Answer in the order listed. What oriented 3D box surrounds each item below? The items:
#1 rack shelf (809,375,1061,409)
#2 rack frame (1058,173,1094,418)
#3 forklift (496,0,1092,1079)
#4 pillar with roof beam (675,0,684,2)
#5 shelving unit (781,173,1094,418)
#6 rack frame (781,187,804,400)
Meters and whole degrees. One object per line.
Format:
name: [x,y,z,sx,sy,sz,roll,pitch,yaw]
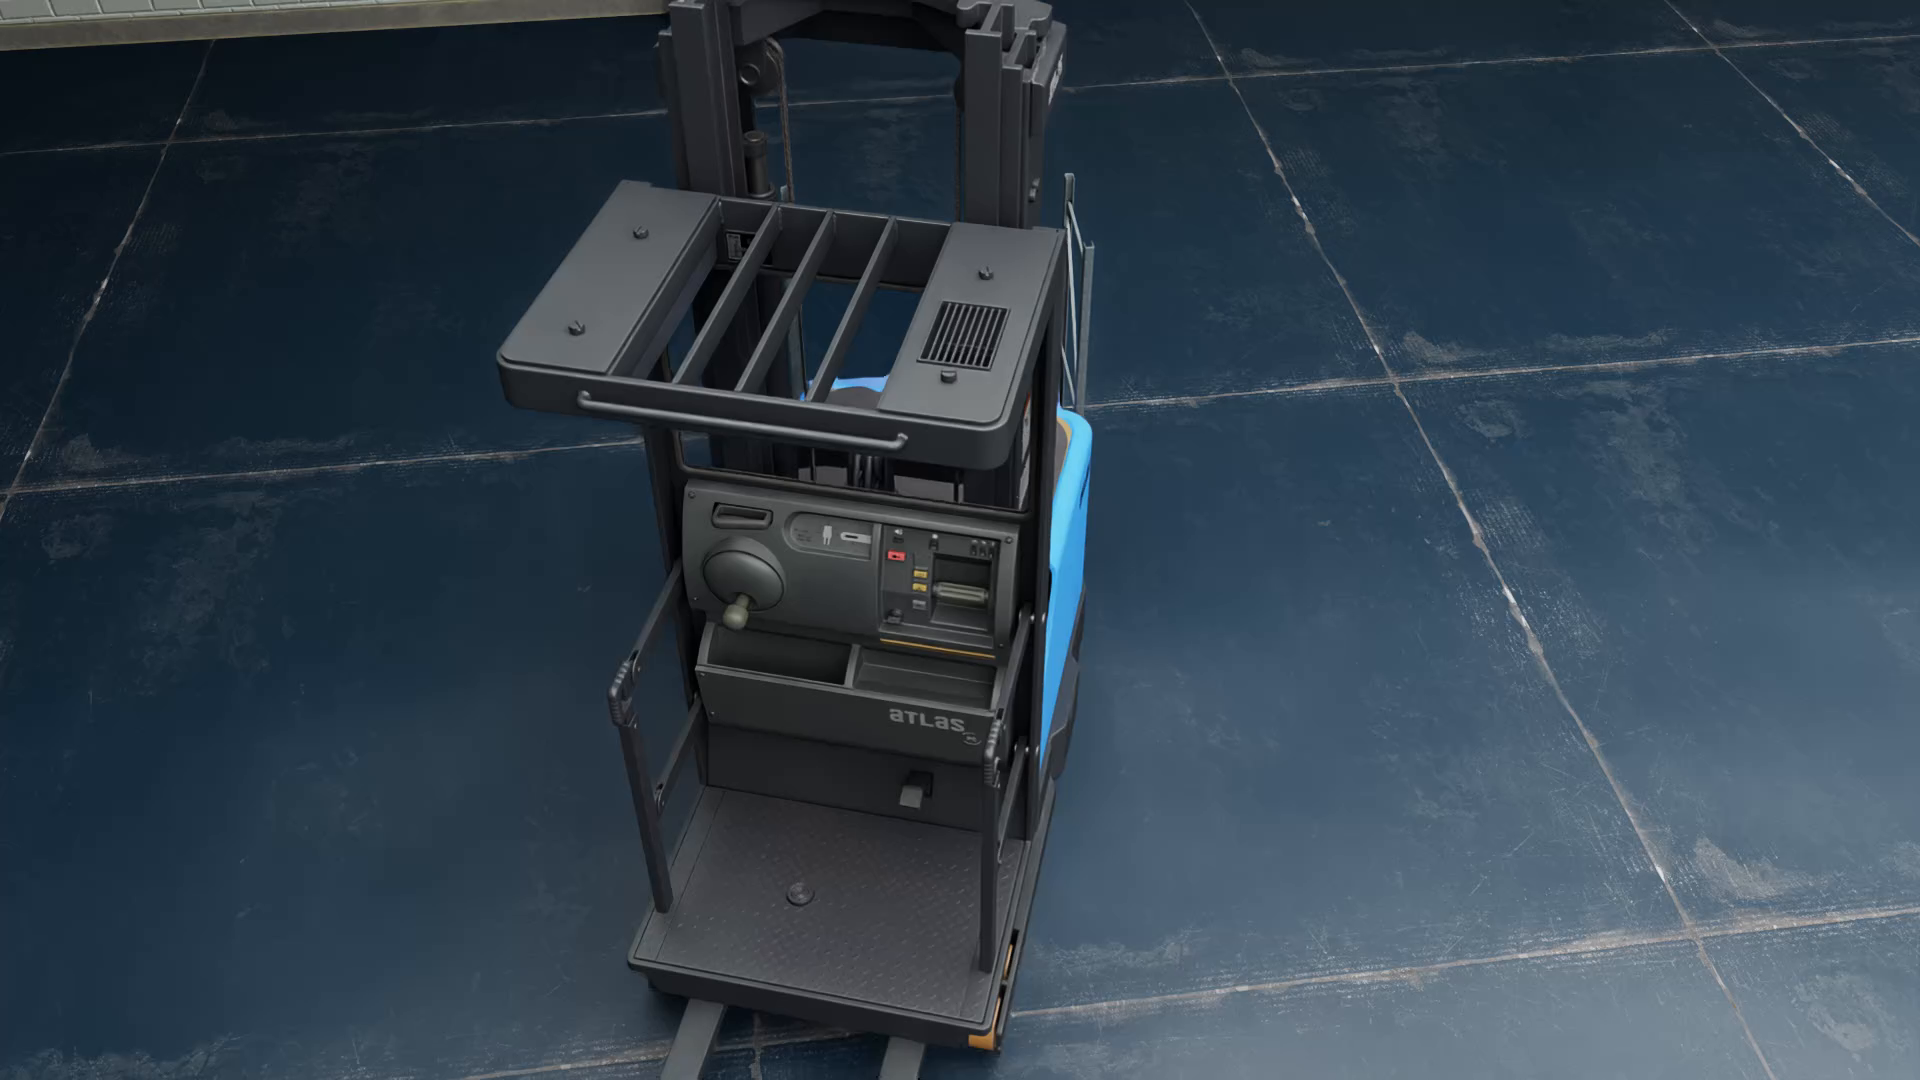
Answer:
rack shelf: [-0.092,-0.428,6.373,1.000,0.185,0.538,-4,42,-4]
rack frame: [0.415,-0.593,6.288,0.032,1.500,0.500,-4,42,-4]
forklift: [-0.349,0.172,4.371,1.130,2.935,3.031,8,43,9]
pillar with roof beam: [-0.988,-3.721,4.157,0.400,9.000,9.100,-5,42,-6]
shelving unit: [-0.092,-0.562,6.253,1.048,1.500,0.538,-4,42,-4]
rack frame: [-0.598,-0.530,6.218,0.032,1.500,0.500,-4,42,-4]
